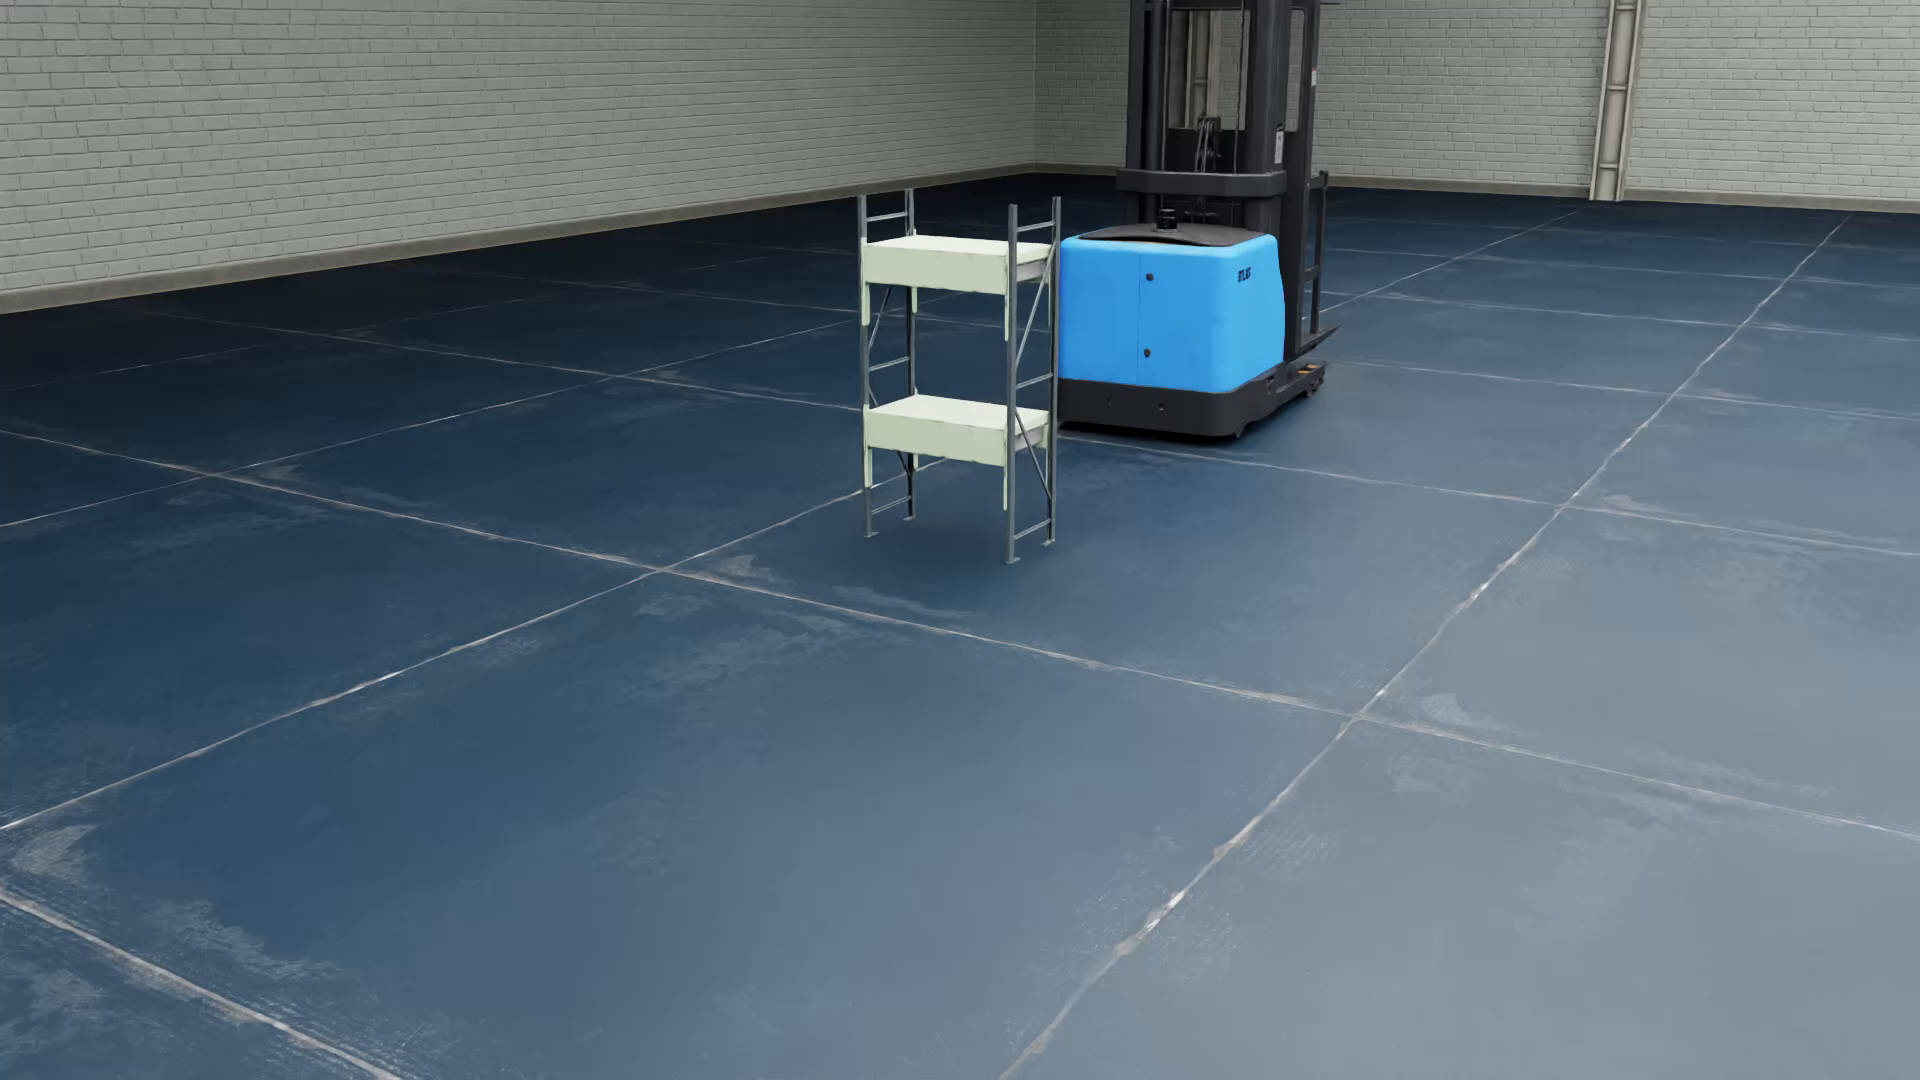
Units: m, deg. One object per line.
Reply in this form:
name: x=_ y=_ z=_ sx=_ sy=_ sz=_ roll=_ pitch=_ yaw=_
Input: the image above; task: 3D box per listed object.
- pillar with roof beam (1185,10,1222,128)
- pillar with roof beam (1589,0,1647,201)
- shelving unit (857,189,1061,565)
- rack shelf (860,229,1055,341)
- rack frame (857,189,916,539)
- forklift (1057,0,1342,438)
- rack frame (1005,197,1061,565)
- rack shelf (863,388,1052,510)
pillar with roof beam: x=1.420 y=-8.777 z=20.793 sx=0.400 sy=9.000 sz=9.100 roll=10 pitch=20 yaw=30
pillar with roof beam: x=6.533 y=-7.864 z=17.789 sx=0.400 sy=9.000 sz=9.100 roll=10 pitch=20 yaw=30
shelving unit: x=-0.006 y=-0.719 z=7.167 sx=0.755 sy=1.500 sz=0.431 roll=10 pitch=20 yaw=30
rack shelf: x=-0.006 y=-1.092 z=7.053 sx=0.720 sy=0.370 sz=0.431 roll=10 pitch=20 yaw=30
rack frame: x=-0.318 y=-0.774 z=7.350 sx=0.023 sy=1.500 sz=0.400 roll=10 pitch=20 yaw=30
forklift: x=1.650 y=-2.342 z=10.050 sx=1.130 sy=2.935 sz=3.031 roll=8 pitch=19 yaw=26
rack frame: x=0.306 y=-0.663 z=6.983 sx=0.023 sy=1.500 sz=0.400 roll=10 pitch=20 yaw=30
rack shelf: x=-0.006 y=-0.407 z=7.261 sx=0.720 sy=0.370 sz=0.431 roll=10 pitch=20 yaw=30
